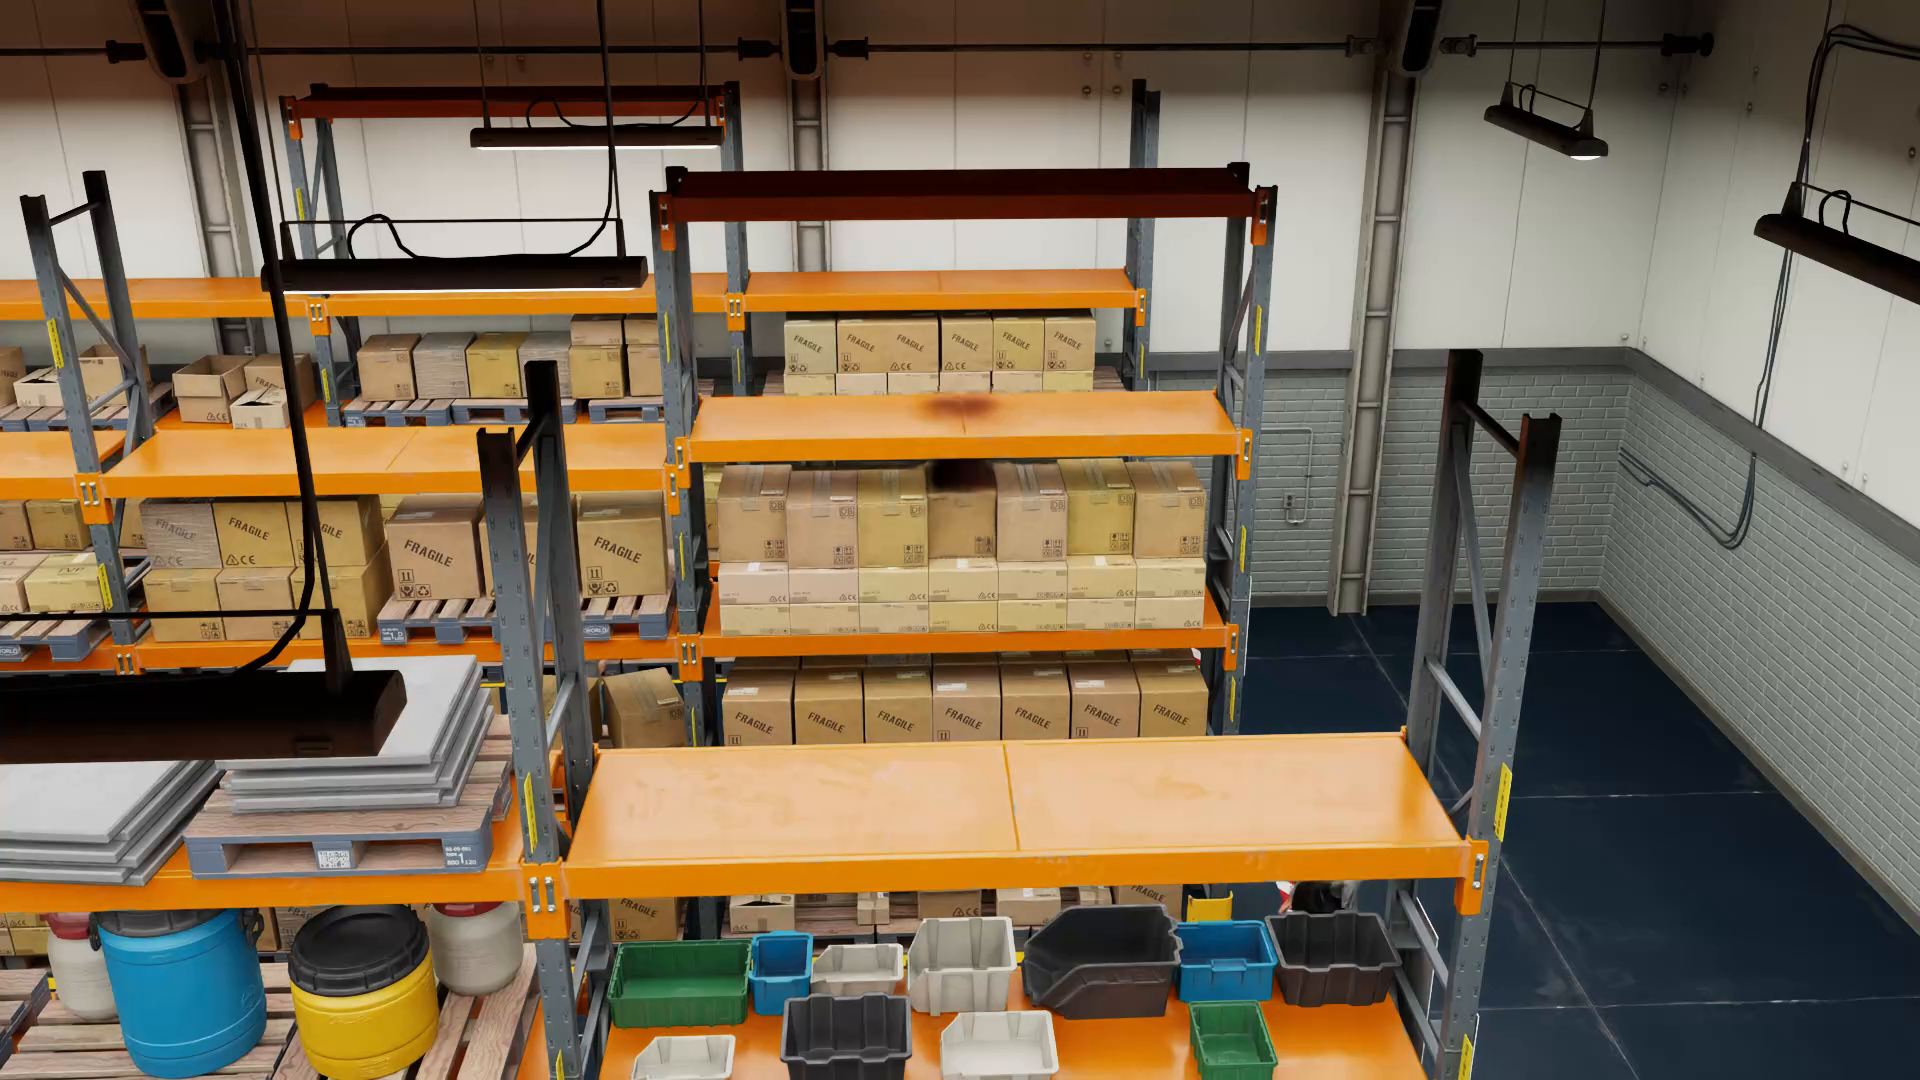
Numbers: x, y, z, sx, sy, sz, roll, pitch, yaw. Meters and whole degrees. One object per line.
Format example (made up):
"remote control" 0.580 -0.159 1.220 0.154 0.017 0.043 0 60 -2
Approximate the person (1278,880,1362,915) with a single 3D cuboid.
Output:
"person" 2.609 2.787 12.102 1.027 1.653 0.614 -18 28 -38

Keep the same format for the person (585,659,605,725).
"person" -3.665 1.182 16.113 0.506 1.723 0.417 2 22 6
